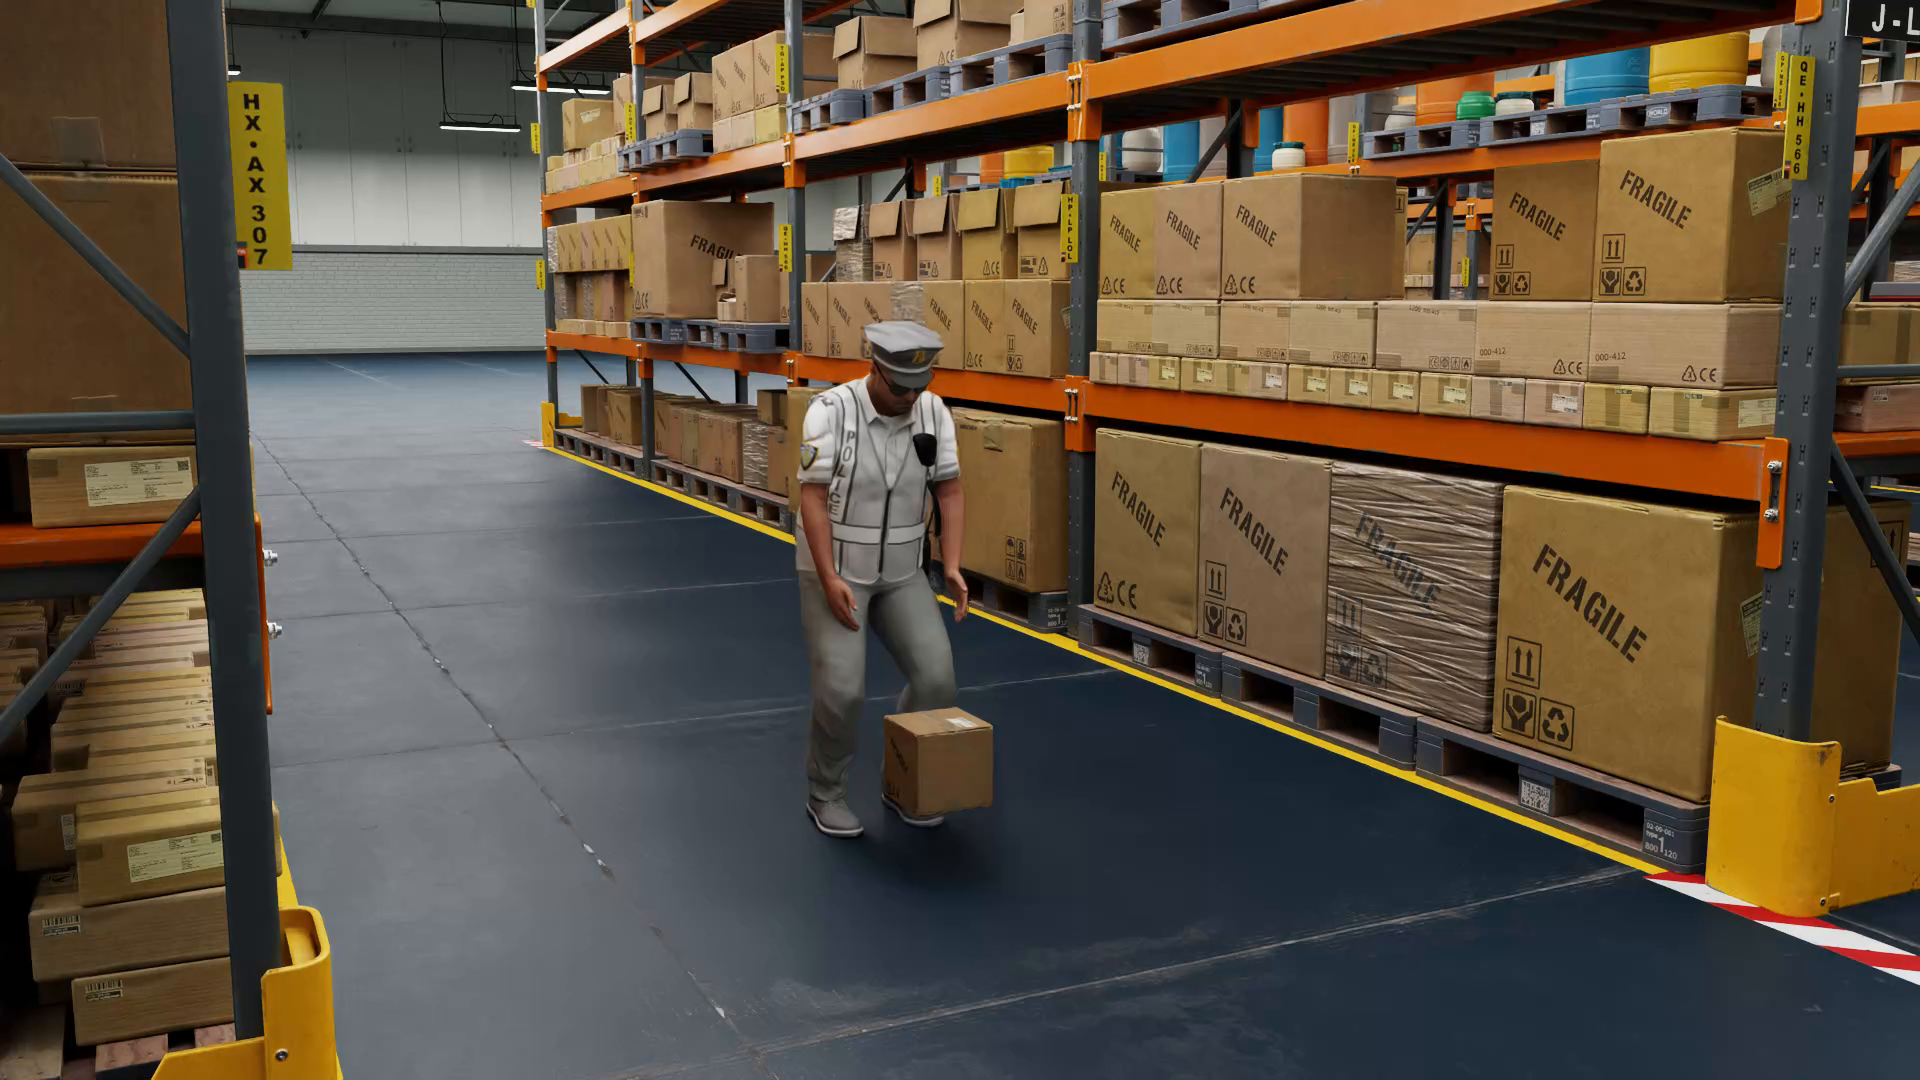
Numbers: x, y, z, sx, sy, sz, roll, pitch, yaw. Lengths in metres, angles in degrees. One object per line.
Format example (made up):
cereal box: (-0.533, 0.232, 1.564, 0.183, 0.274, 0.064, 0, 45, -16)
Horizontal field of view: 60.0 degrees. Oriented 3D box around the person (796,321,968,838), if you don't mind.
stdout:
person: (-0.254, 0.118, 5.415, 0.571, 1.650, 0.585, -4, 9, -25)
